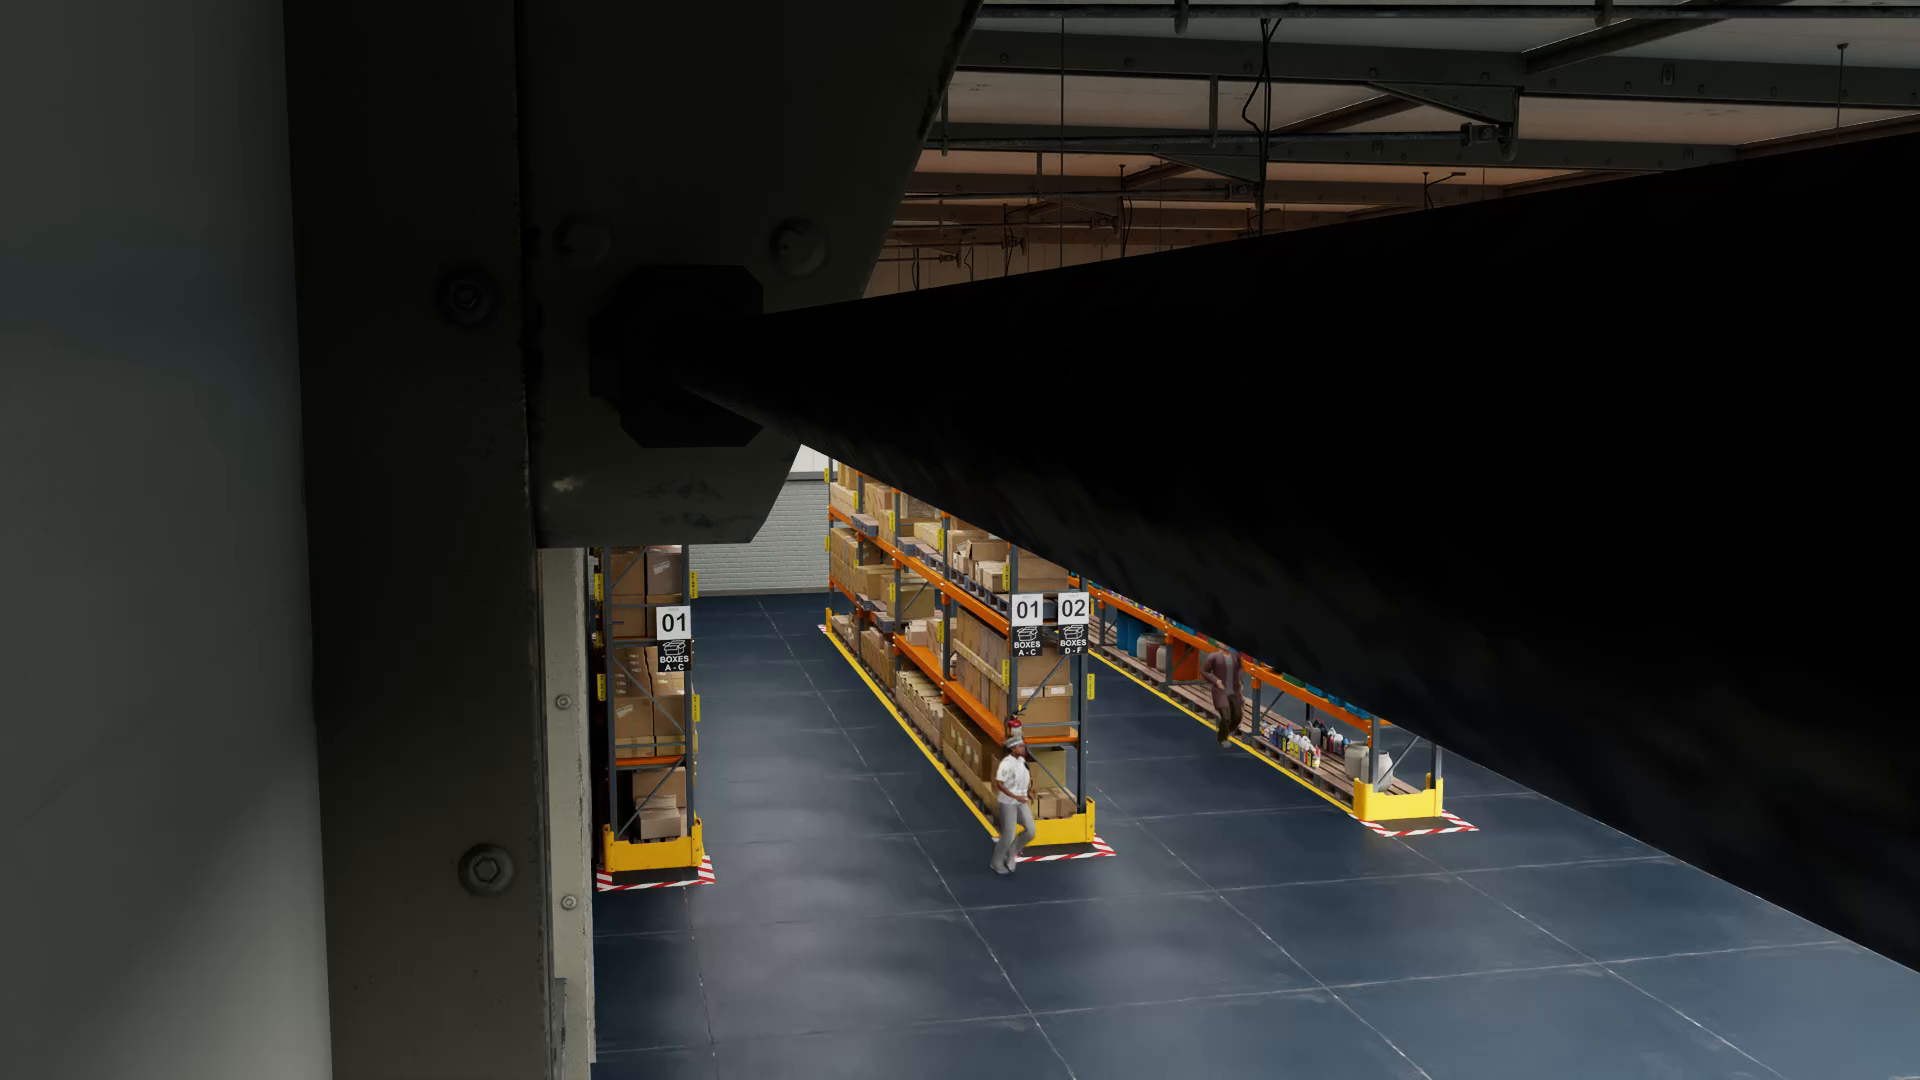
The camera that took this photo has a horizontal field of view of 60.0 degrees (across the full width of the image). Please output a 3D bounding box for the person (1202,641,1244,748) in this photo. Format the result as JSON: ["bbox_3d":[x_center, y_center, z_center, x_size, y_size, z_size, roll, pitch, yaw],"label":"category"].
[{"bbox_3d":[3.974,2.290,24.840,0.705,1.752,0.627,-2,7,-17],"label":"person"}]

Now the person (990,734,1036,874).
[{"bbox_3d":[0.686,3.152,19.925,0.553,1.652,0.650,6,9,39],"label":"person"}]
